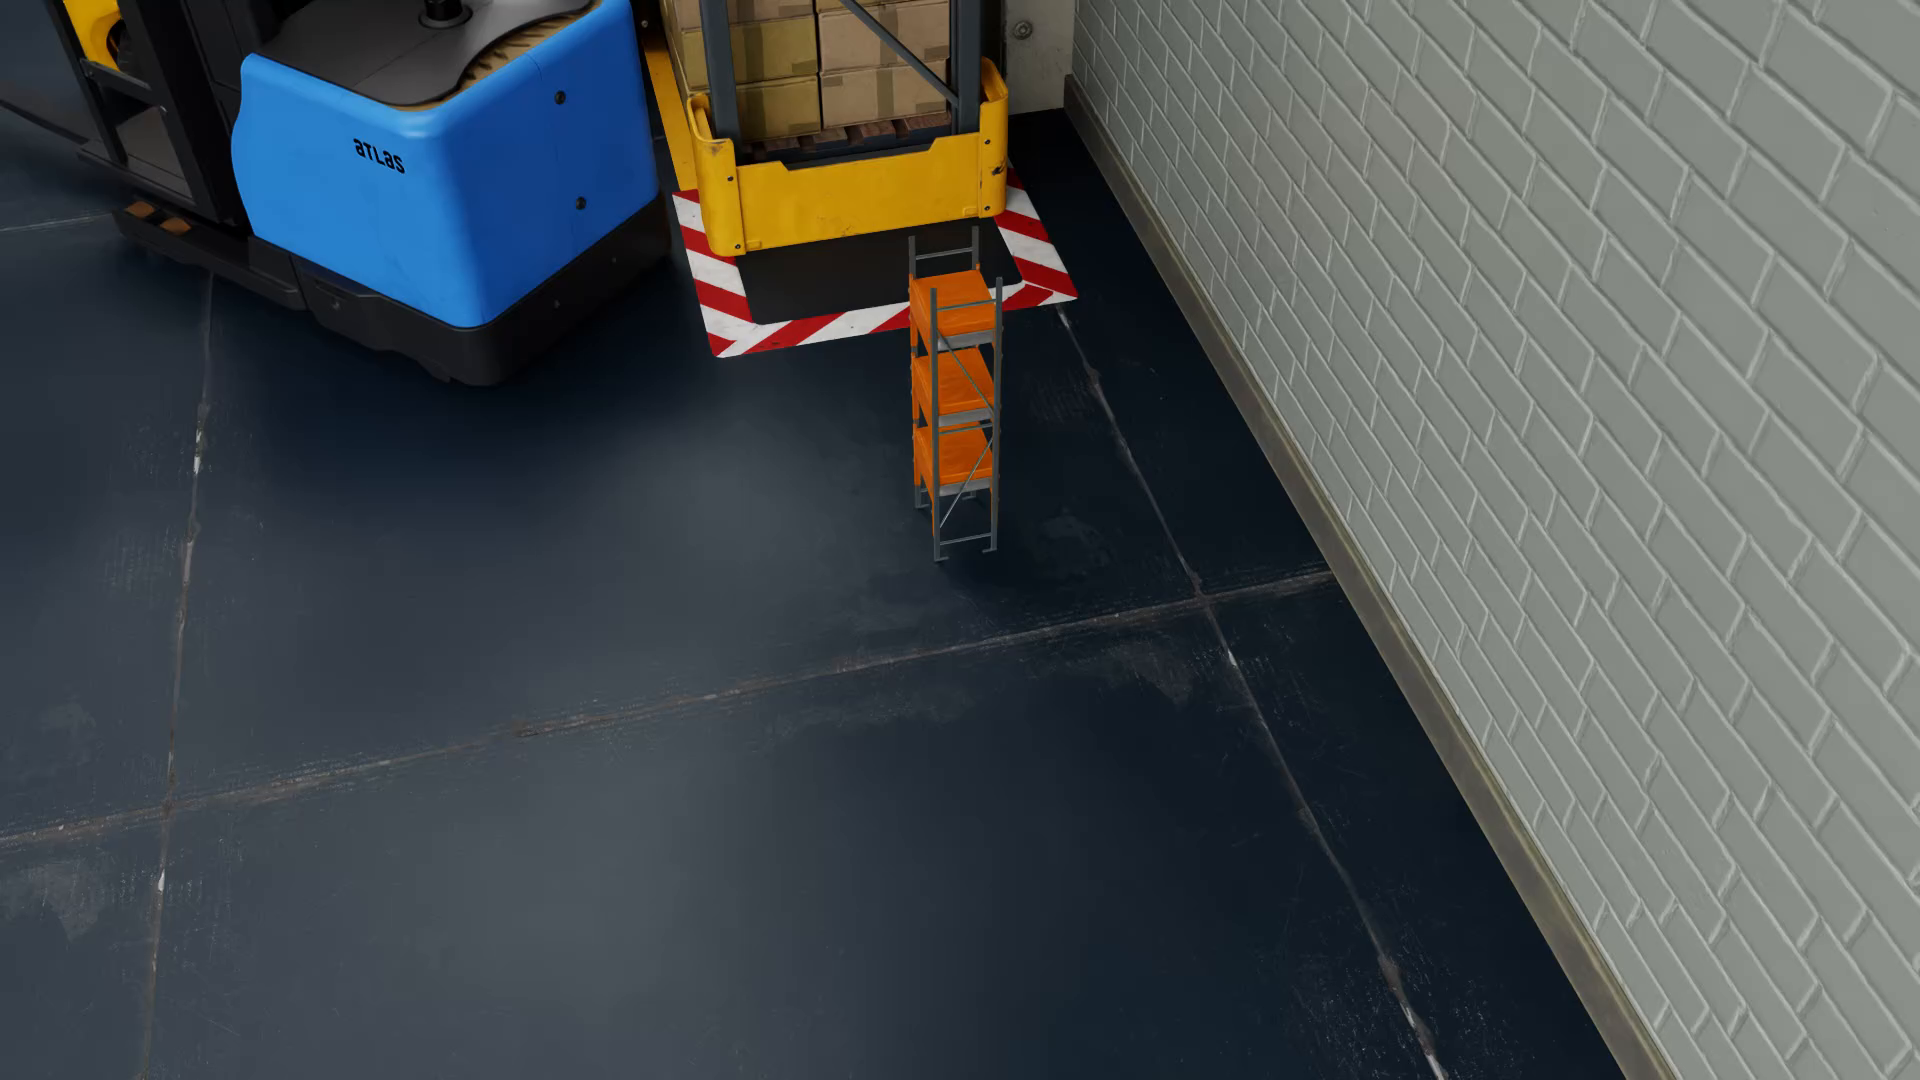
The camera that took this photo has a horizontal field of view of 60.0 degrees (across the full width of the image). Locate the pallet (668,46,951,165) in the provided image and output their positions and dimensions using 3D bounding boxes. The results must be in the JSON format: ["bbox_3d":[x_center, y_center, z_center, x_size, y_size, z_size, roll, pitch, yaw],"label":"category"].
[{"bbox_3d":[-0.655,-1.900,6.964,1.003,0.211,1.213,-11,47,-10],"label":"pallet"}]

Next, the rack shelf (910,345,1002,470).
[{"bbox_3d":[-0.014,-0.397,4.919,0.215,0.259,0.240,-11,47,-10],"label":"rack shelf"}]

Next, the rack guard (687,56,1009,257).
[{"bbox_3d":[-0.413,-1.464,6.335,1.175,0.500,0.348,-11,47,-10],"label":"rack guard"}]

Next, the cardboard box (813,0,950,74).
[{"bbox_3d":[-0.339,-2.078,6.467,0.500,0.250,0.500,-10,46,-10],"label":"cardboard box"}]

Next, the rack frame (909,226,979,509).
[{"bbox_3d":[-0.045,-0.489,4.994,0.200,1.050,0.008,-11,47,-10],"label":"rack frame"}]

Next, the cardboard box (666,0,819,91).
[{"bbox_3d":[-0.846,-1.994,6.385,0.500,0.250,0.500,-11,47,-11],"label":"cardboard box"}]

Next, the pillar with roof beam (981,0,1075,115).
[{"bbox_3d":[-3.888,-4.314,3.177,9.100,9.000,0.400,-11,47,-10],"label":"pillar with roof beam"}]

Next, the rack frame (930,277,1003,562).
[{"bbox_3d":[0.017,-0.320,4.829,0.200,1.050,0.008,-11,47,-10],"label":"rack frame"}]

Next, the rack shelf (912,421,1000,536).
[{"bbox_3d":[-0.014,-0.202,5.117,0.215,0.259,0.240,-11,47,-10],"label":"rack shelf"}]

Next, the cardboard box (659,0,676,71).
[{"bbox_3d":[-0.963,-2.152,6.890,0.500,0.250,0.500,-11,47,-10],"label":"cardboard box"}]

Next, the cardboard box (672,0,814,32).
[{"bbox_3d":[-0.838,-2.151,6.189,0.500,0.250,0.500,-9,46,-9],"label":"cardboard box"}]

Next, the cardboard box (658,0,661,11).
[{"bbox_3d":[-1.082,-2.499,7.230,0.500,0.250,0.500,-10,46,-10],"label":"cardboard box"}]

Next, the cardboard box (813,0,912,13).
[{"bbox_3d":[-0.359,-2.256,6.292,0.500,0.250,0.500,-11,47,-11],"label":"cardboard box"}]

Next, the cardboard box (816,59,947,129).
[{"bbox_3d":[-0.356,-1.915,6.658,0.500,0.250,0.500,-11,47,-10],"label":"cardboard box"}]

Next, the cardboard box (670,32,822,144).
[{"bbox_3d":[-0.845,-1.807,6.551,0.500,0.250,0.500,-10,46,-10],"label":"cardboard box"}]

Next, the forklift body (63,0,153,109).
[{"bbox_3d":[-2.668,-3.034,6.717,2.313,2.155,1.214,-11,47,-10],"label":"forklift body"}]

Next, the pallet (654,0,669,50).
[{"bbox_3d":[-0.964,-2.740,7.788,1.003,0.211,1.213,-11,47,-10],"label":"pallet"}]

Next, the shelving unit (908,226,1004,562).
[{"bbox_3d":[-0.014,-0.404,4.911,0.215,1.050,0.252,-11,47,-10],"label":"shelving unit"}]

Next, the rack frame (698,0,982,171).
[{"bbox_3d":[-0.419,-2.355,5.458,1.000,3.000,0.127,-11,47,-10],"label":"rack frame"}]

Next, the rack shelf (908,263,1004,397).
[{"bbox_3d":[-0.014,-0.596,4.716,0.215,0.259,0.240,-11,47,-10],"label":"rack shelf"}]

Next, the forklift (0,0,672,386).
[{"bbox_3d":[-2.599,-2.366,5.516,3.031,2.935,1.130,24,50,22],"label":"forklift"}]
